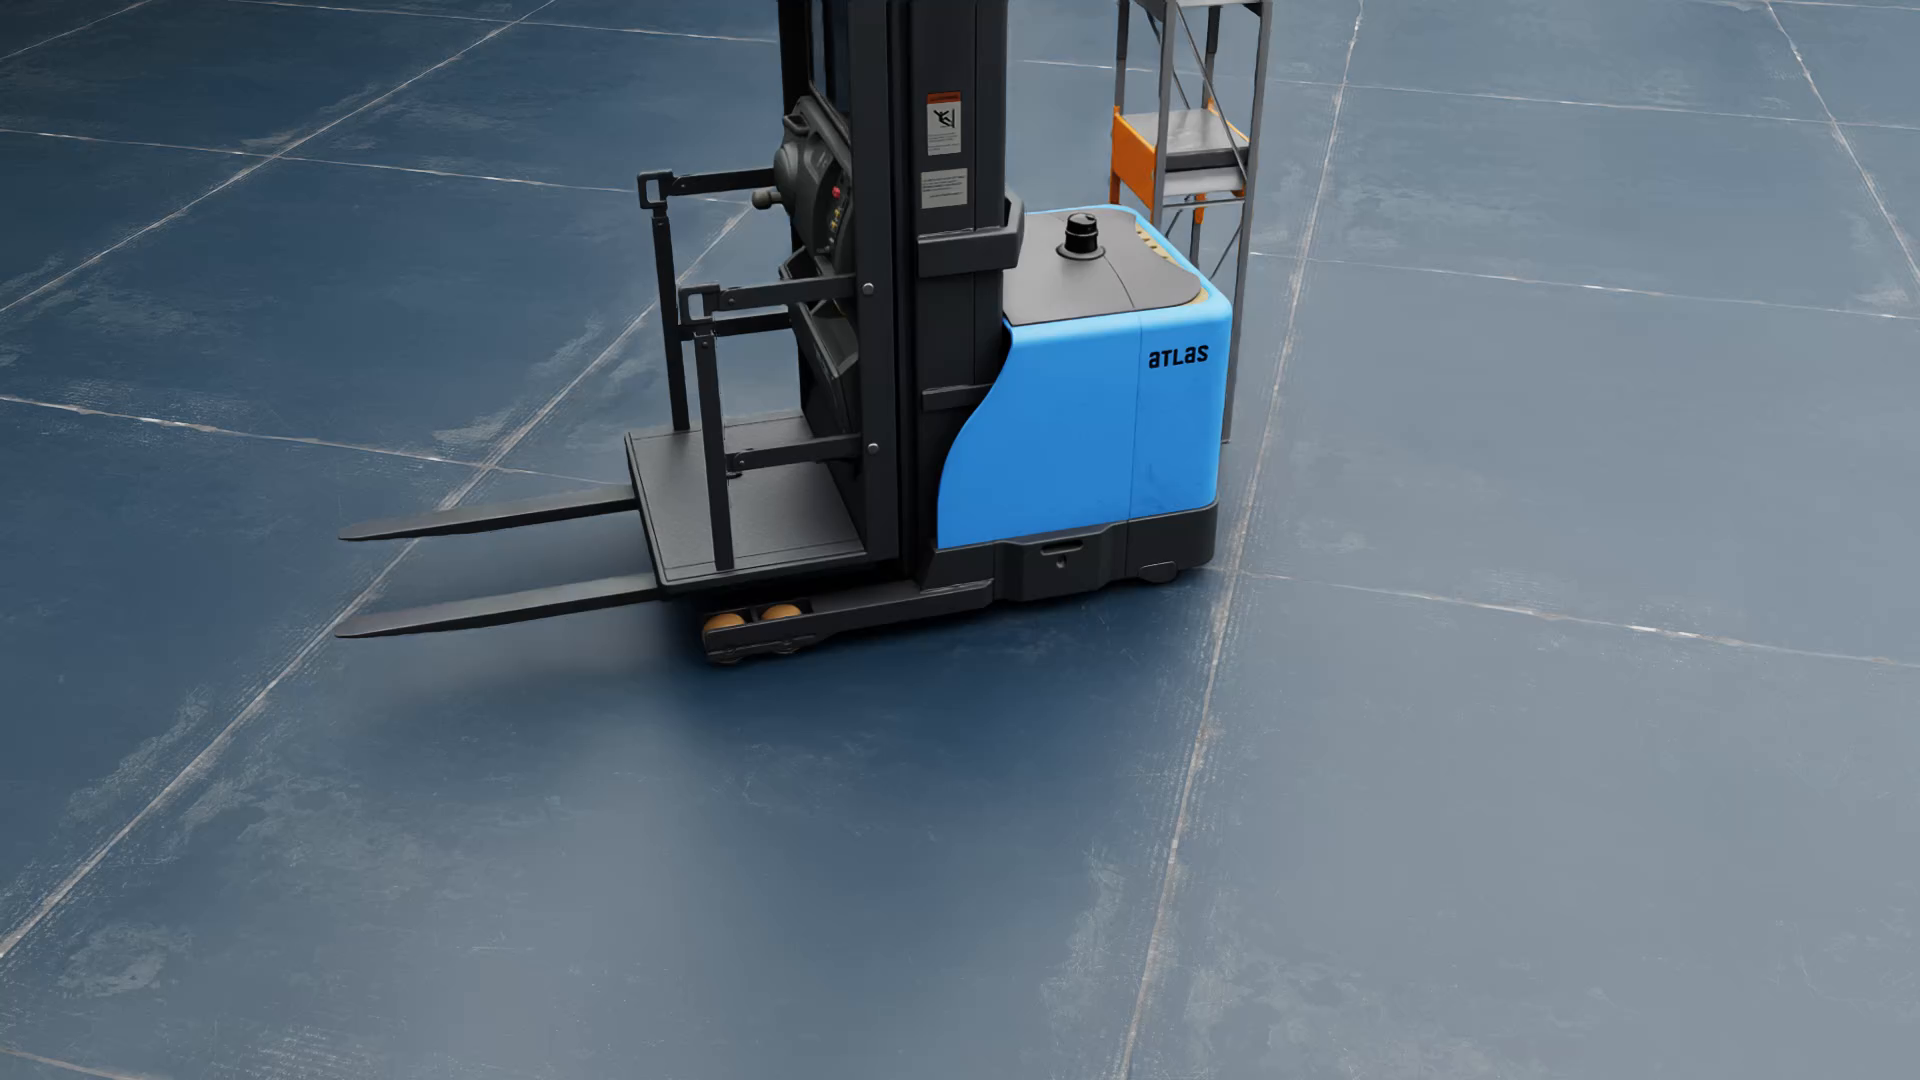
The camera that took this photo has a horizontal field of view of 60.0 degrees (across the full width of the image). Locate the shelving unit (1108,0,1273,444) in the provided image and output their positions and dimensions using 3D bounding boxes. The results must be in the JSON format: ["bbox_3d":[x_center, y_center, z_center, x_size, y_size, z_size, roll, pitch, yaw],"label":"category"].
[{"bbox_3d":[0.860,-1.392,6.483,0.431,2.100,0.503,-8,33,-12],"label":"shelving unit"}]

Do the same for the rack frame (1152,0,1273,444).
[{"bbox_3d":[0.920,-1.265,6.283,0.400,2.100,0.015,-8,33,-12],"label":"rack frame"}]

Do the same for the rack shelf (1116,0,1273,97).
[{"bbox_3d":[0.860,-1.971,6.114,0.431,0.518,0.480,-8,33,-12],"label":"rack shelf"}]

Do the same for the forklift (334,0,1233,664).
[{"bbox_3d":[-0.653,-1.138,5.308,3.031,2.935,1.130,-9,34,-14],"label":"forklift"}]

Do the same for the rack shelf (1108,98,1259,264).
[{"bbox_3d":[0.860,-1.381,6.490,0.431,0.518,0.480,-8,33,-12],"label":"rack shelf"}]

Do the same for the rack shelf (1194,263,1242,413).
[{"bbox_3d":[0.860,-0.790,6.865,0.431,0.518,0.480,-8,33,-12],"label":"rack shelf"}]

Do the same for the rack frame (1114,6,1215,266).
[{"bbox_3d":[0.800,-1.519,6.682,0.400,2.100,0.015,-8,33,-12],"label":"rack frame"}]
